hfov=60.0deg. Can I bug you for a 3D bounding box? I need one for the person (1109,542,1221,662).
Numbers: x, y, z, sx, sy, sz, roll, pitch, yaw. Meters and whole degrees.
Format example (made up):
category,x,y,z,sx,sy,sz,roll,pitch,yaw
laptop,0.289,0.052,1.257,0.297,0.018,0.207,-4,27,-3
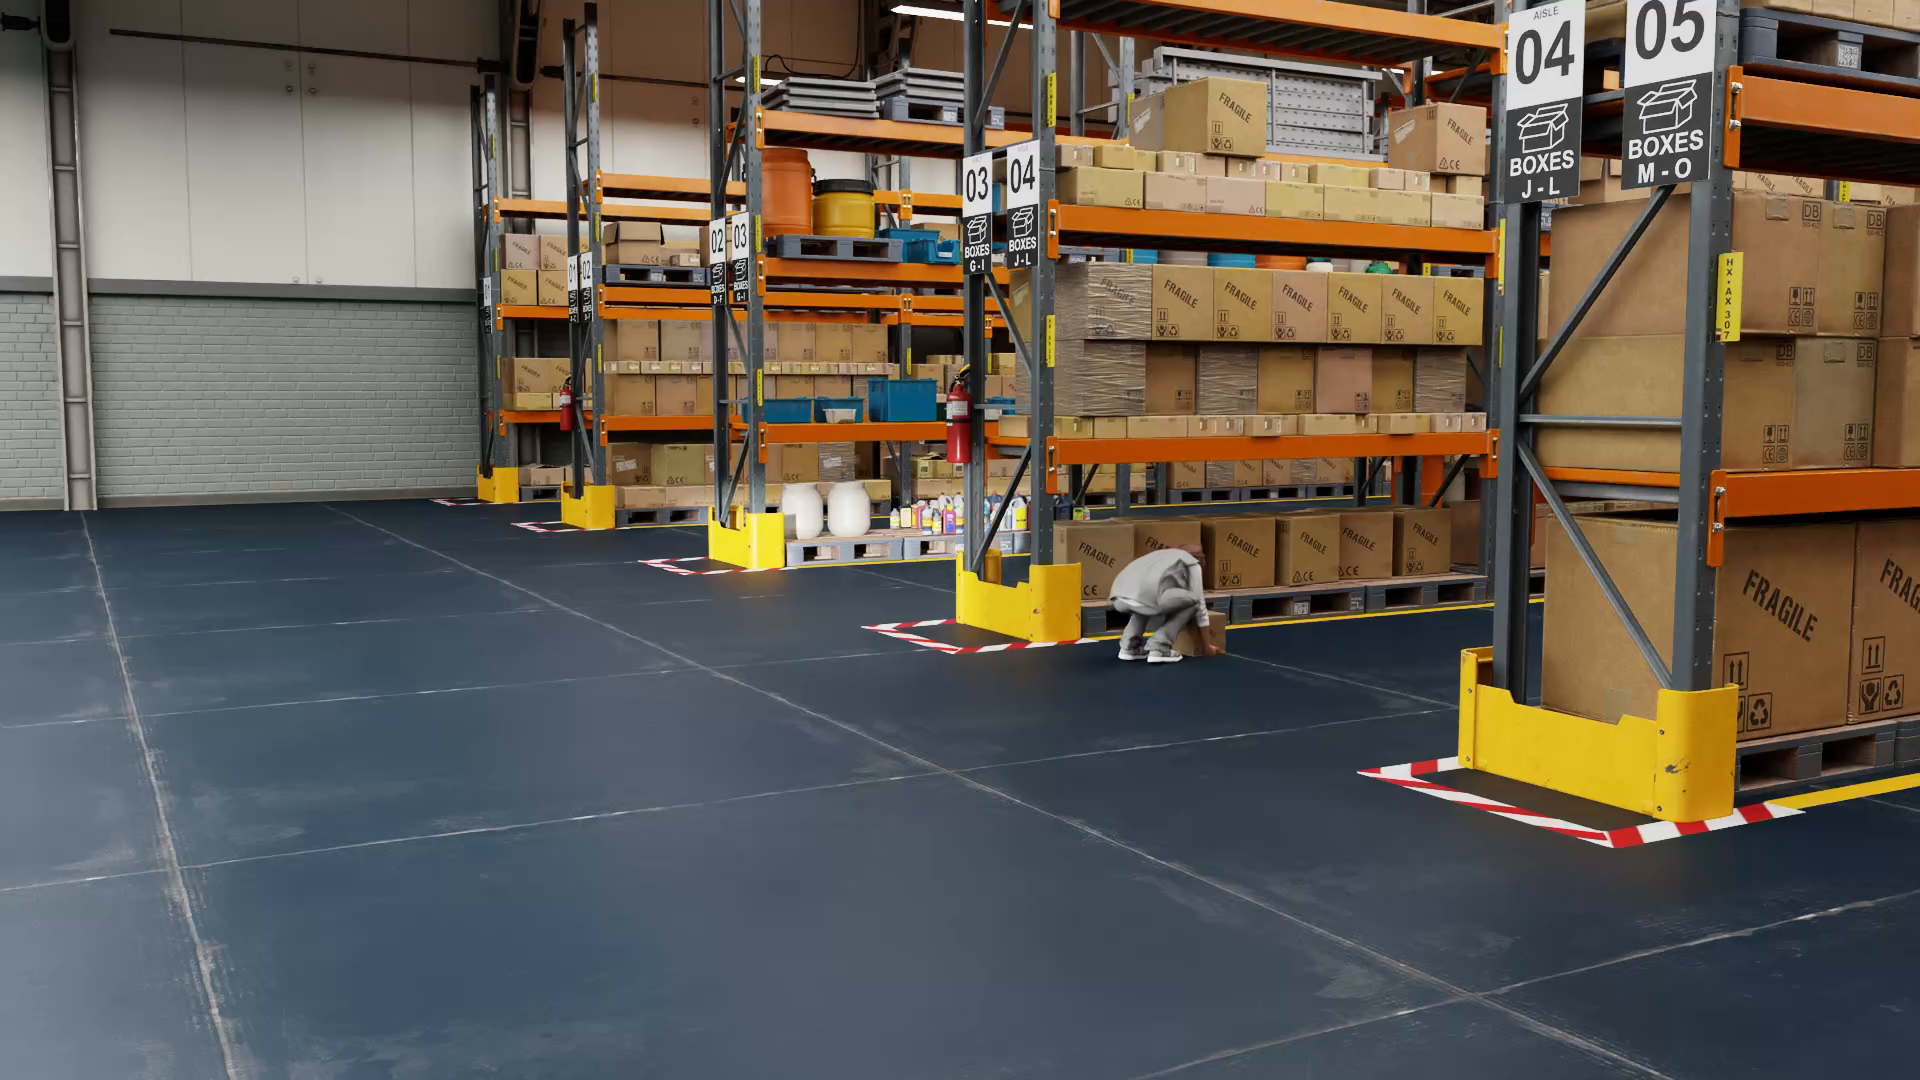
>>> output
category,x,y,z,sx,sy,sz,roll,pitch,yaw
person,1.238,0.407,10.077,0.423,0.726,0.870,5,7,44
